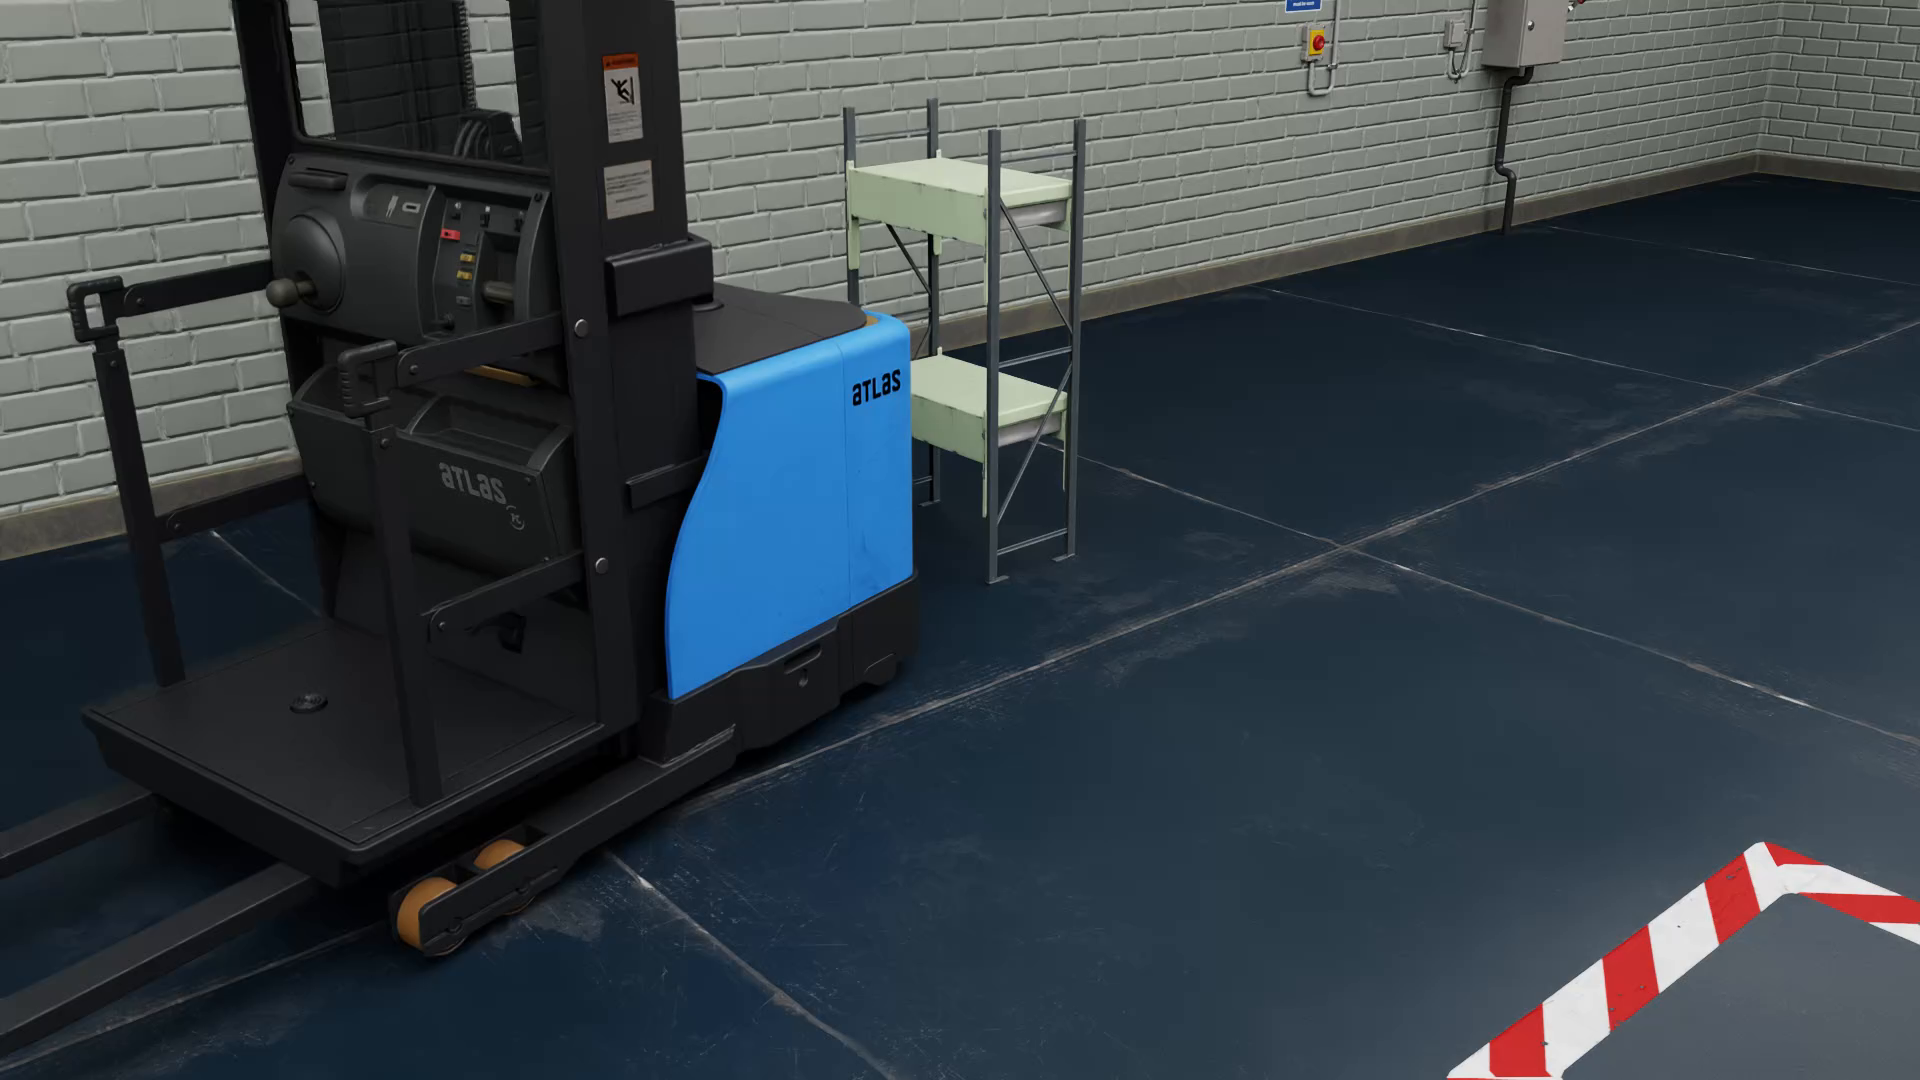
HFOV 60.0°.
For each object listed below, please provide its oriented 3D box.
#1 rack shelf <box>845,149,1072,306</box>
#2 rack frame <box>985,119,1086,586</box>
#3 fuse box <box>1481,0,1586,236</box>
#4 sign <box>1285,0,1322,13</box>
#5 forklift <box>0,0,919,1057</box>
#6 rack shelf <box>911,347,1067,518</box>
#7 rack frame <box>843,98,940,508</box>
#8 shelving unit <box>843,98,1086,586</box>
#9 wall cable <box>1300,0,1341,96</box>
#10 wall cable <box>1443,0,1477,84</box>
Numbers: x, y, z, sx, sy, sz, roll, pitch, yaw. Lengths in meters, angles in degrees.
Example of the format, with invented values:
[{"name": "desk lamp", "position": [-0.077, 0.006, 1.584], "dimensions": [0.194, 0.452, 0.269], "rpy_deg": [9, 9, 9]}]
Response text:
[{"name": "rack shelf", "position": [0.004, -1.060, 5.563], "dimensions": [0.431, 0.370, 0.720], "rpy_deg": [-17, 27, -37]}, {"name": "rack frame", "position": [0.243, -0.595, 5.448], "dimensions": [0.400, 1.500, 0.023], "rpy_deg": [-17, 27, -37]}, {"name": "fuse box", "position": [3.731, -2.859, 10.937], "dimensions": [0.539, 1.711, 0.414], "rpy_deg": [-17, 27, -37]}, {"name": "sign", "position": [1.967, -3.130, 9.493], "dimensions": [0.327, 0.218, 0.001], "rpy_deg": [-17, 27, -37]}, {"name": "forklift", "position": [-1.390, -0.652, 3.631], "dimensions": [1.130, 2.935, 3.031], "rpy_deg": [15, 26, 33]}, {"name": "rack shelf", "position": [0.004, -0.393, 5.825], "dimensions": [0.431, 0.370, 0.720], "rpy_deg": [-17, 27, -37]}, {"name": "rack frame", "position": [-0.235, -0.798, 5.964], "dimensions": [0.400, 1.500, 0.023], "rpy_deg": [-17, 27, -37]}, {"name": "shelving unit", "position": [0.004, -0.697, 5.706], "dimensions": [0.431, 1.500, 0.755], "rpy_deg": [-17, 27, -37]}, {"name": "wall cable", "position": [2.044, -3.487, 9.337], "dimensions": [0.585, 1.953, 0.123], "rpy_deg": [-17, 27, -37]}, {"name": "wall cable", "position": [3.111, -3.813, 10.213], "dimensions": [0.588, 1.984, 0.122], "rpy_deg": [-17, 27, -37]}]
